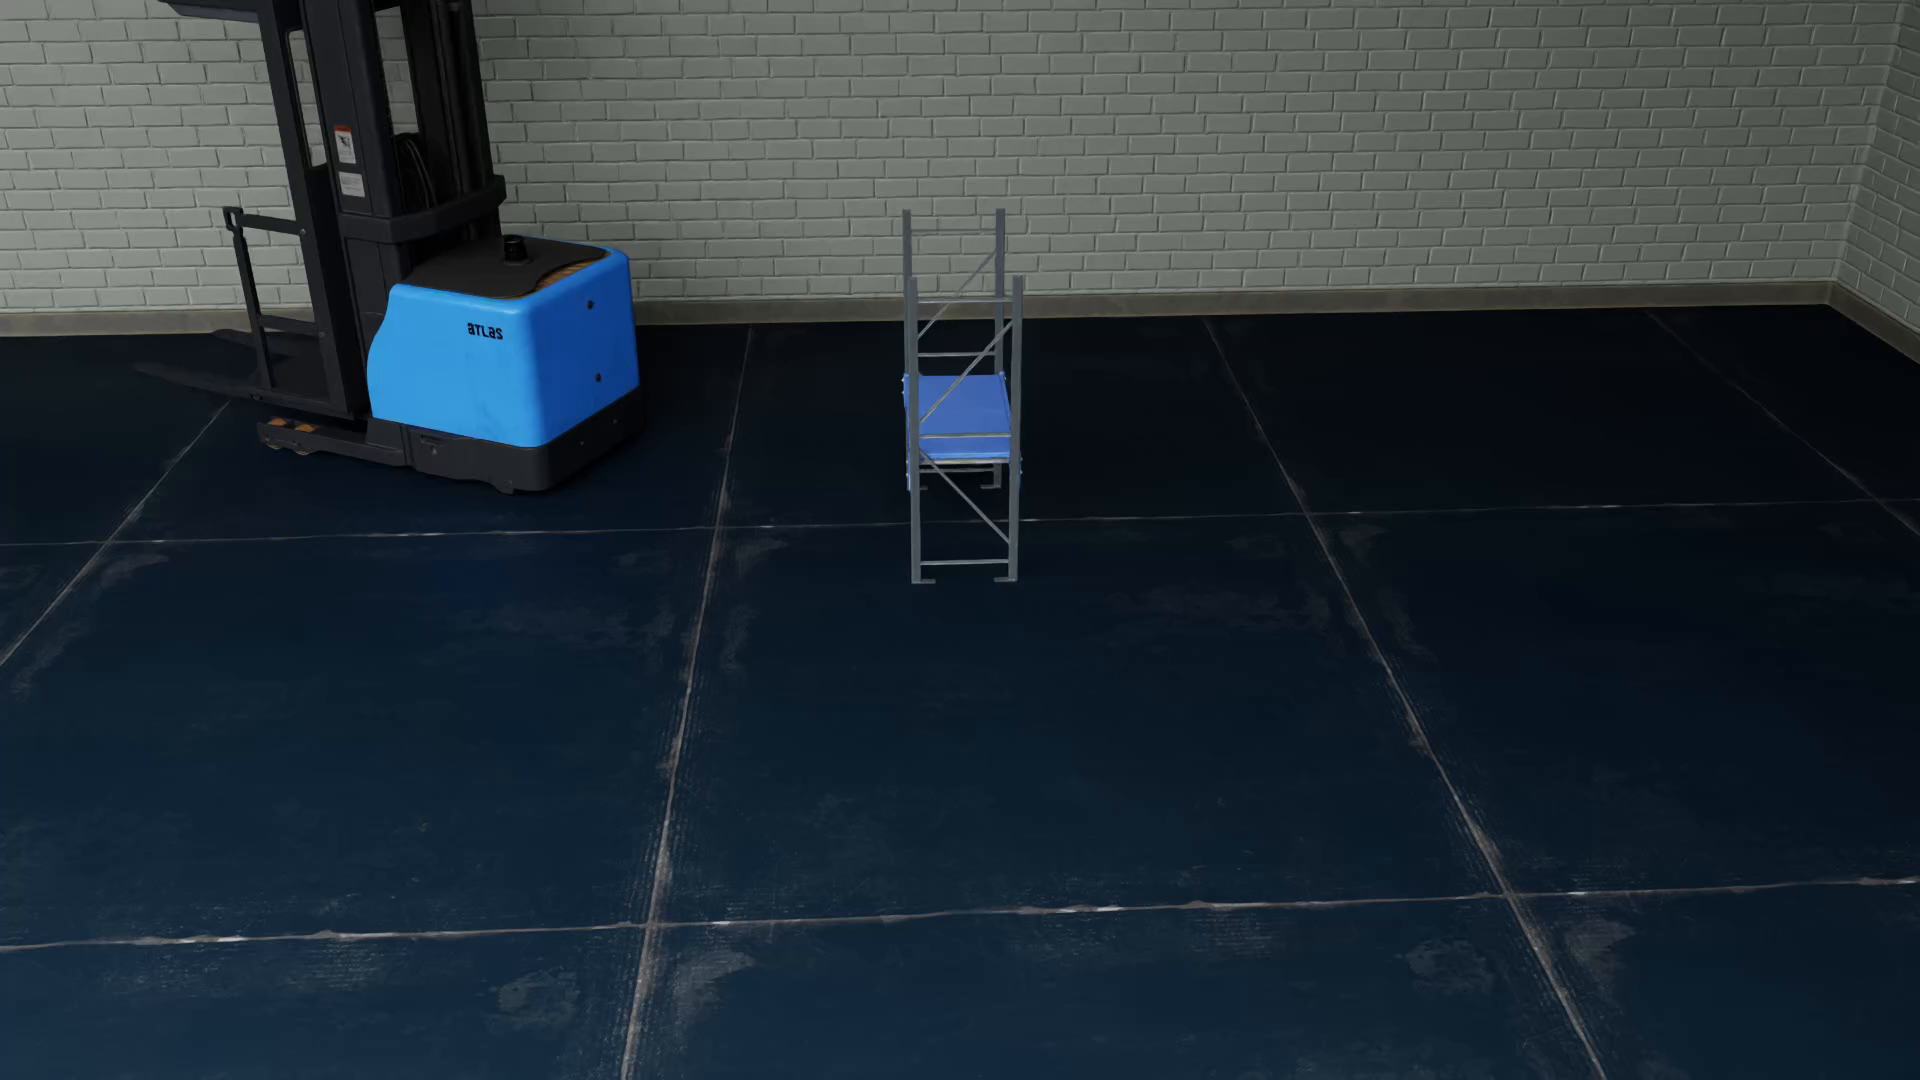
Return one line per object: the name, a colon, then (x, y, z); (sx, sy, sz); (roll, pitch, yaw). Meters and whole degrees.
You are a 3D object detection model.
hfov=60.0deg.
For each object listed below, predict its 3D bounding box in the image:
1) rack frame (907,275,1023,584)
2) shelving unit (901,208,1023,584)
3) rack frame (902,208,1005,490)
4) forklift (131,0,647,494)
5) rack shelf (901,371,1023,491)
rack frame: (0.022, -0.470, 7.529); (0.500, 1.500, 0.032); (-1, 28, -3)
shelving unit: (-0.004, -0.704, 7.979); (0.538, 1.500, 1.048); (-1, 28, -3)
rack frame: (-0.031, -0.939, 8.429); (0.500, 1.500, 0.032); (-1, 28, -3)
forklift: (-3.324, -1.975, 8.867); (3.031, 2.935, 1.130); (11, 30, 21)
rack shelf: (-0.004, -0.545, 8.062); (0.538, 0.185, 1.000); (-1, 28, -3)
